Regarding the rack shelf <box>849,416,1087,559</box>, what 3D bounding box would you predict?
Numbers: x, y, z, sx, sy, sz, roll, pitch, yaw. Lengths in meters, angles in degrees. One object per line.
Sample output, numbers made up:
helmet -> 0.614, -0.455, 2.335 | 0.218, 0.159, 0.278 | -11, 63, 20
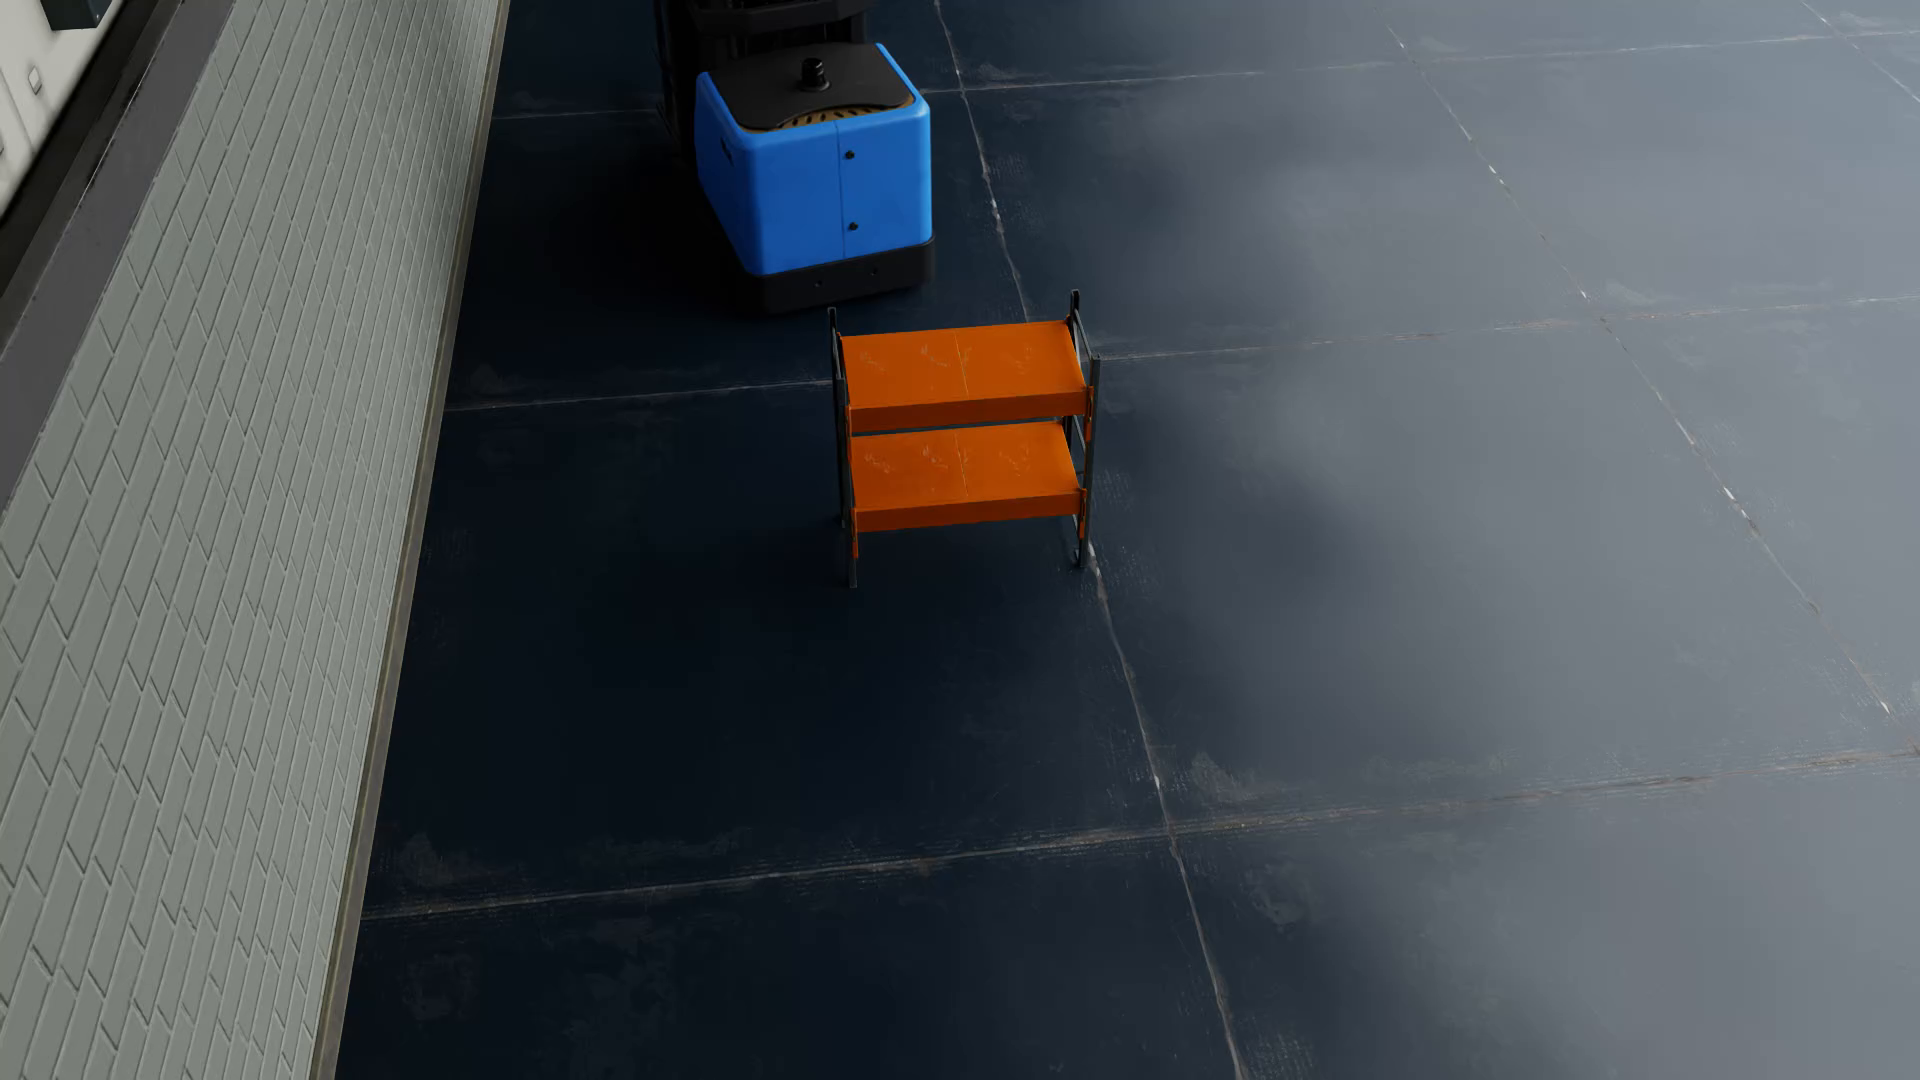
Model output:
rack shelf -> 0.007, -0.237, 7.253 | 1.000, 0.278, 0.538 | -5, 42, -6

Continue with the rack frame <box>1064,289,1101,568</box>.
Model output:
rack frame -> 0.511, -0.462, 7.138 | 0.032, 1.125, 0.500 | -5, 42, -6

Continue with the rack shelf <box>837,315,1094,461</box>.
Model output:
rack shelf -> 0.007, -0.636, 6.893 | 1.000, 0.278, 0.538 | -5, 42, -6

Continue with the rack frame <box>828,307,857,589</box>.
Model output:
rack frame -> -0.497, -0.374, 7.040 | 0.032, 1.125, 0.500 | -5, 42, -6

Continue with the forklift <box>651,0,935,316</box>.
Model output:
forklift -> -1.128, -3.252, 8.882 | 1.130, 2.935, 3.031 | -14, 44, -15

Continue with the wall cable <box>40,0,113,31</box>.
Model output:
wall cable -> -2.303, -4.246, 2.915 | 0.169, 6.003, 2.305 | -5, 42, -6

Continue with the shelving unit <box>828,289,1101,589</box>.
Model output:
shelving unit -> 0.007, -0.418, 7.089 | 1.048, 1.125, 0.538 | -5, 42, -6
